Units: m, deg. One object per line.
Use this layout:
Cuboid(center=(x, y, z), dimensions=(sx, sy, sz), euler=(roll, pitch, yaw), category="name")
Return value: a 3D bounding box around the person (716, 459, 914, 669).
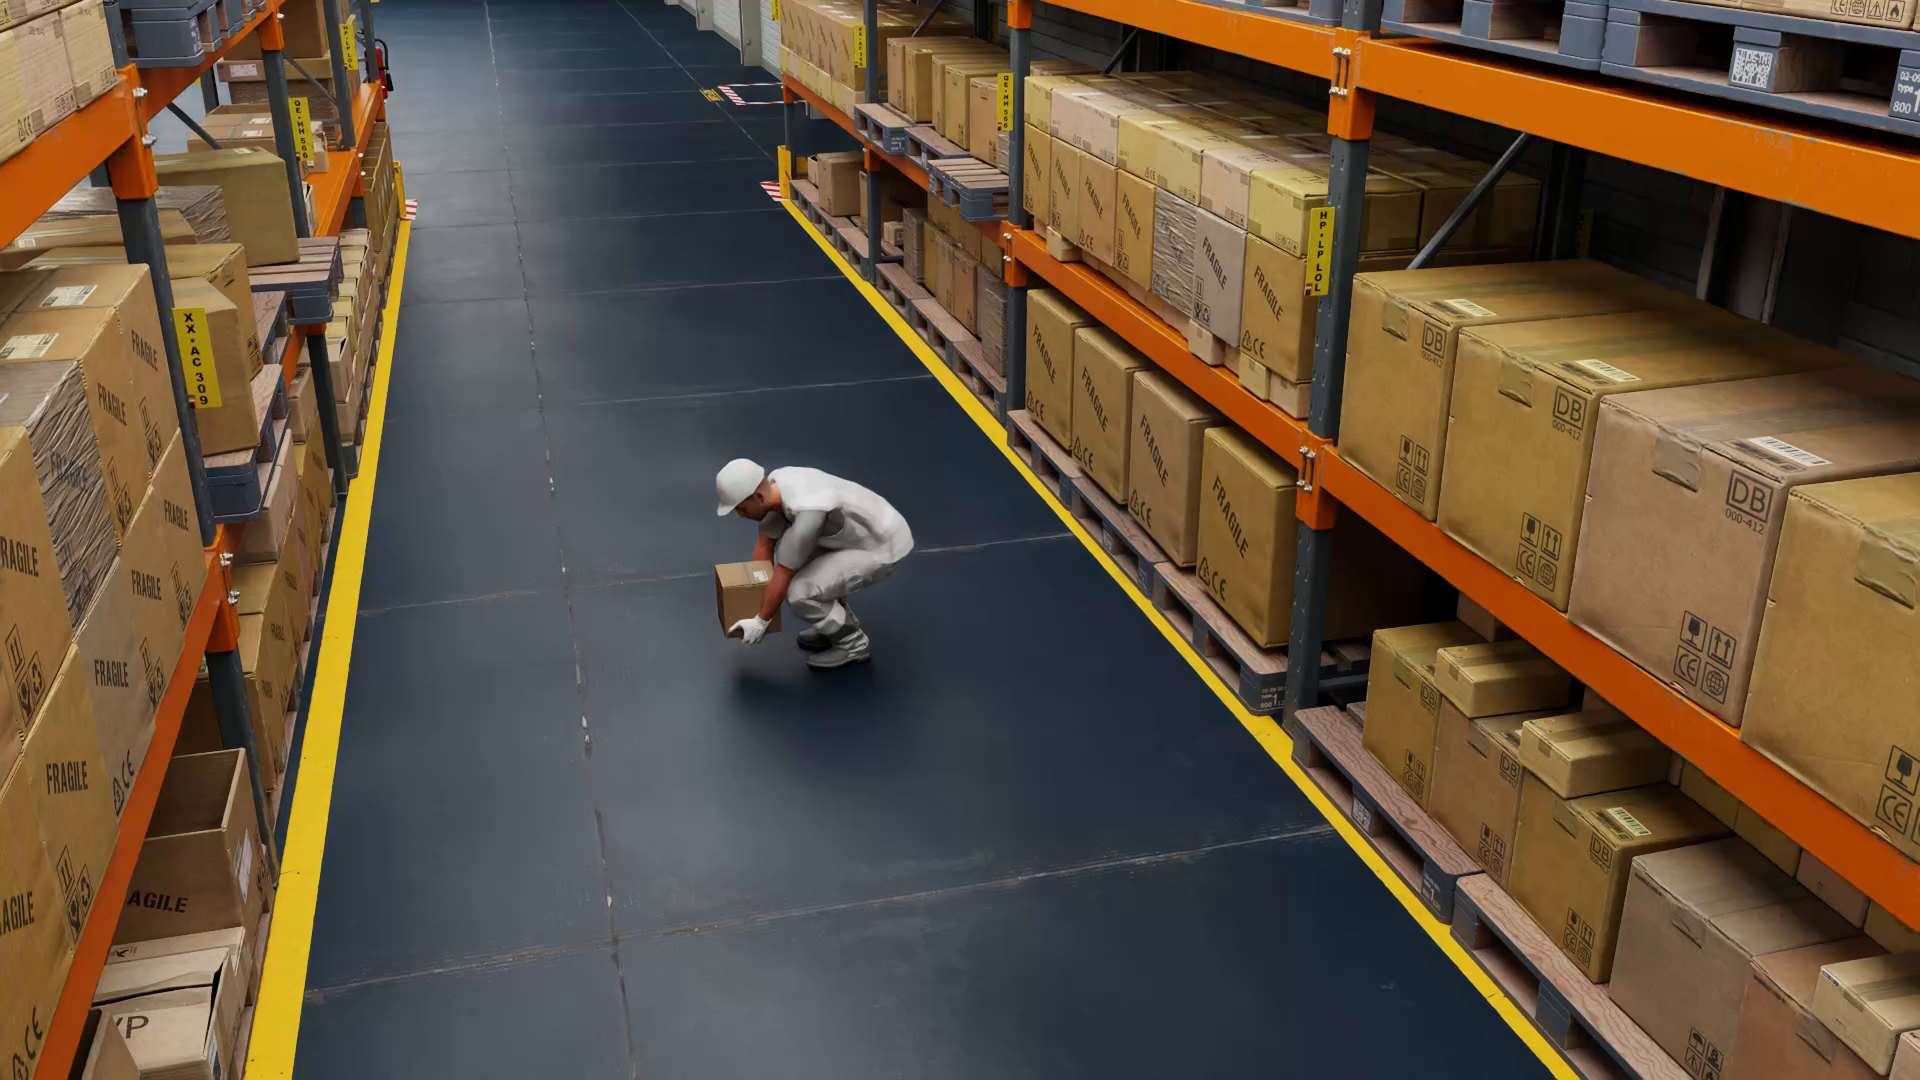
Cuboid(center=(-0.640, 0.070, 7.418), dimensions=(0.870, 1.006, 0.537), euler=(-7, 24, -16), category="person")
